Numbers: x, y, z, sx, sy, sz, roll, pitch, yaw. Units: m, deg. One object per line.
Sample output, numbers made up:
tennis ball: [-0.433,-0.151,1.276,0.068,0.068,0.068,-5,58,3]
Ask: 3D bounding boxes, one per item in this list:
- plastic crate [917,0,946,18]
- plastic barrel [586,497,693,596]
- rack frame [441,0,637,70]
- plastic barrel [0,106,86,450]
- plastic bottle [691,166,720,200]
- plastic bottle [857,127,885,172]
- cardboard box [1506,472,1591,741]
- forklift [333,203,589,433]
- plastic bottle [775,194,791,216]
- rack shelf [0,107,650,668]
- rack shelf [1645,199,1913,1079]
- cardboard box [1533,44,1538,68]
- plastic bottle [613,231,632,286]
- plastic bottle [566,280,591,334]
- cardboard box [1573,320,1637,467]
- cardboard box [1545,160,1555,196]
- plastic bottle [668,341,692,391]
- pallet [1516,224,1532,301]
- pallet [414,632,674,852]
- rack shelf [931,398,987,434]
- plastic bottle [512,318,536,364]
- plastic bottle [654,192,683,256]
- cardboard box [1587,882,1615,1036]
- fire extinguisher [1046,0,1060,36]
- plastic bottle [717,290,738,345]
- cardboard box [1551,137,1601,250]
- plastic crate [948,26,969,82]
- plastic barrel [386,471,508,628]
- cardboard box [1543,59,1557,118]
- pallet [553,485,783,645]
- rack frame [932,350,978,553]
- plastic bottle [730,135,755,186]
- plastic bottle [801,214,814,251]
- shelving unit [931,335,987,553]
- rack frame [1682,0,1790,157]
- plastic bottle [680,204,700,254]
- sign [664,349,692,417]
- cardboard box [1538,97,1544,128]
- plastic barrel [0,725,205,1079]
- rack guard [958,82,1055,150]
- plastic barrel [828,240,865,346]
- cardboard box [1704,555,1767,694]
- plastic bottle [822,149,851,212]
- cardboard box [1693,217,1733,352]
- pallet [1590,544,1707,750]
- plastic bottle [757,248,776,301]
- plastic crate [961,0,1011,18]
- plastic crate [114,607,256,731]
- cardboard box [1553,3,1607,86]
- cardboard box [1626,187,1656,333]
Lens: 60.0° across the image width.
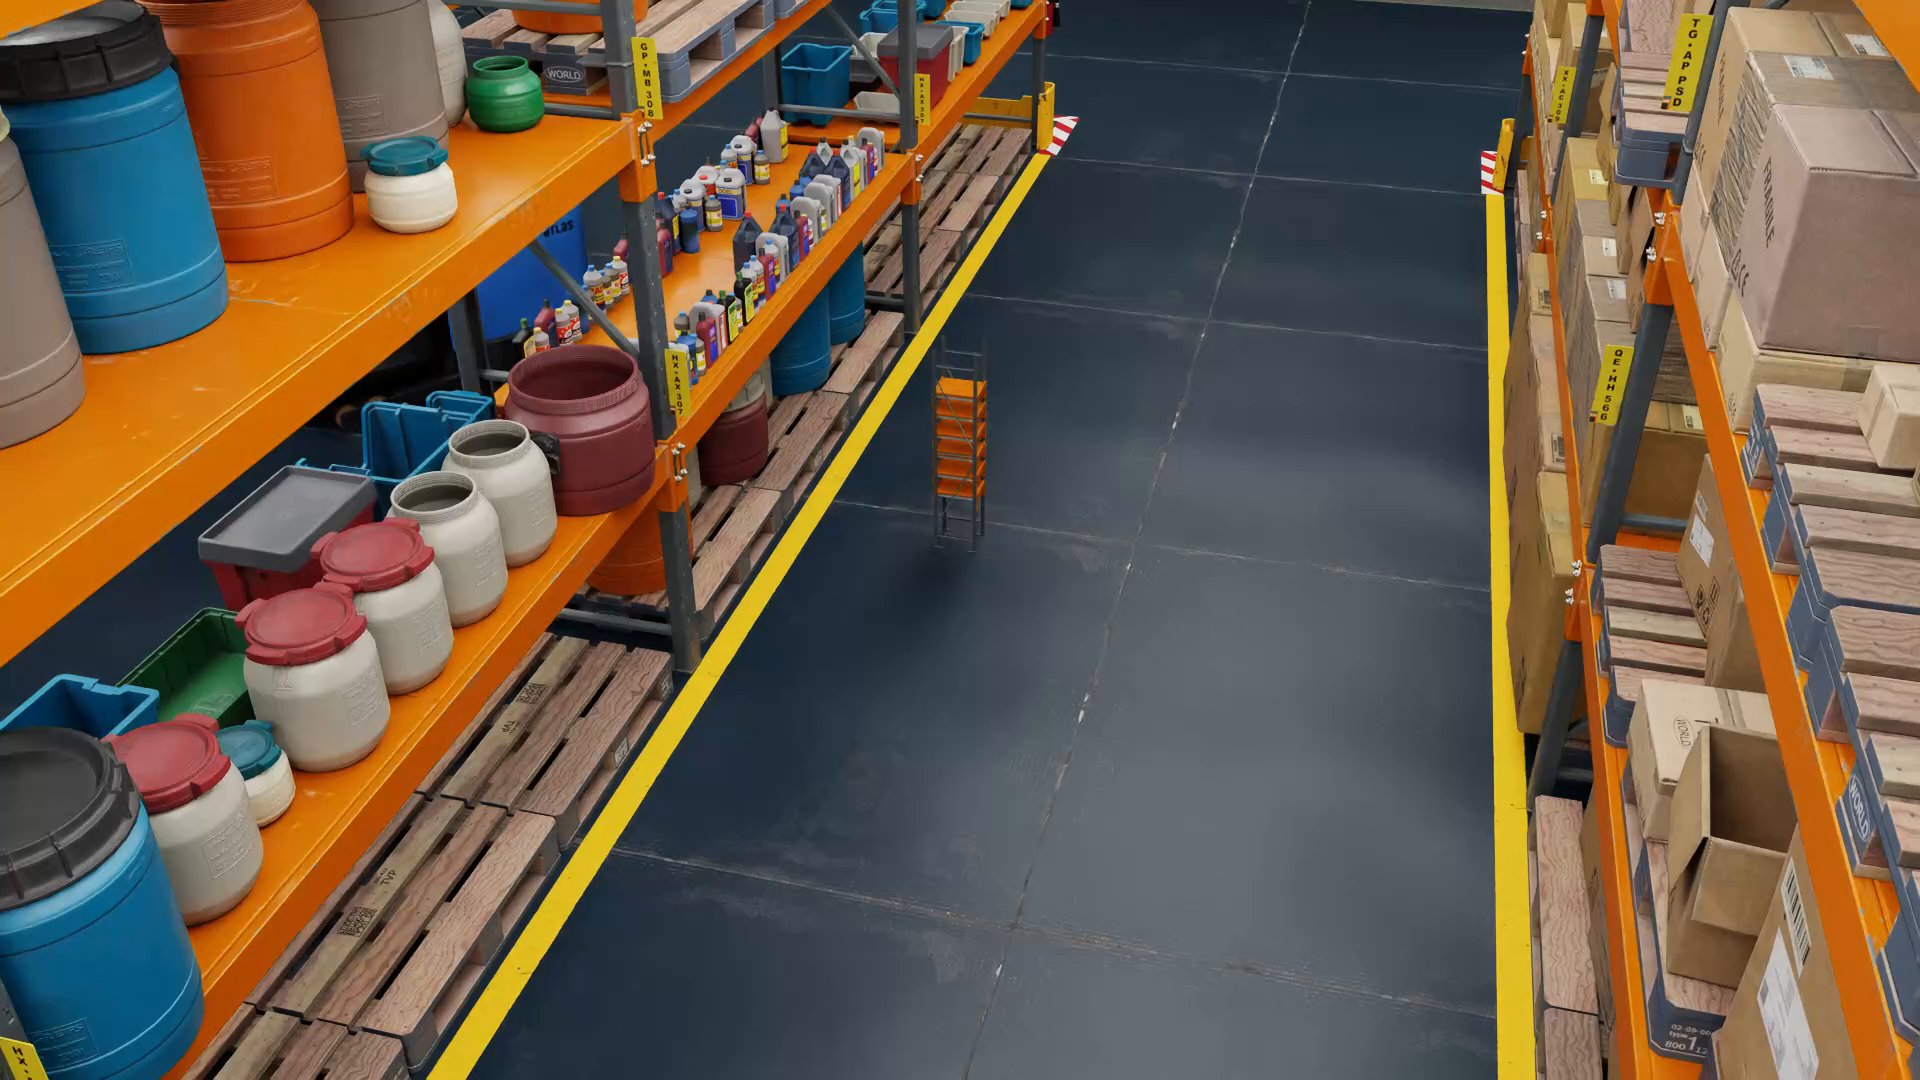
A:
plastic crate: [-0.305,-4.379,13.442,0.416,0.233,0.300,8,33,12]
plastic barrel: [-1.679,-0.215,8.424,0.600,0.830,0.708,8,33,12]
rack frame: [-1.787,-3.229,5.942,1.000,3.000,0.127,8,33,12]
plastic barrel: [-2.717,-0.732,4.343,0.600,0.901,0.600,0,32,0]
plastic bottle: [-1.493,-2.052,9.798,0.152,0.276,0.135,8,33,12]
plastic bottle: [-0.559,-2.472,10.459,0.152,0.276,0.135,8,33,12]
cardboard box: [3.199,0.341,7.507,1.225,0.875,0.875,7,33,10]
forklift: [-3.884,-2.219,10.009,3.031,2.935,1.130,-25,40,-34]
plastic bottle: [-0.998,-1.836,9.463,0.097,0.271,0.097,0,32,0]
rack shelf: [-2.295,-0.622,5.307,1.077,0.370,4.000,8,33,12]
rack shelf: [2.496,0.052,4.246,1.077,0.370,4.000,8,33,12]
cardboard box: [4.431,-3.528,12.237,0.380,0.149,0.250,8,33,12]
plastic bottle: [-1.807,-1.509,8.937,0.061,0.283,0.133,8,33,12]
plastic bottle: [-1.942,-1.189,8.445,0.097,0.271,0.097,0,32,0]
cardboard box: [3.022,-0.613,7.325,0.500,0.500,0.500,8,33,12]
cardboard box: [3.779,-2.196,10.142,0.380,0.149,0.250,8,33,13]
plastic bottle: [-1.365,-0.826,7.869,0.152,0.276,0.135,8,33,12]
pallet: [4.595,-1.941,12.107,1.003,0.211,1.213,8,33,12]
pallet: [-2.021,0.876,7.675,1.003,0.211,1.213,8,33,12]
rack shelf: [-0.004,-0.664,8.811,0.258,0.103,0.180,8,33,12]
plastic bottle: [-2.097,-0.916,8.004,0.061,0.283,0.133,8,33,12]
plastic bottle: [-1.646,-1.780,9.300,0.144,0.351,0.185,8,33,12]
cardboard box: [2.725,1.486,6.037,0.700,0.500,0.500,5,33,8]
fire extinguisher: [0.721,-4.675,14.228,0.296,0.674,0.183,8,33,12]
plastic bottle: [-1.169,-1.132,8.344,0.061,0.283,0.133,8,33,12]
cardboard box: [3.660,-1.937,9.407,0.500,0.500,0.500,8,33,13]
plastic crate: [-0.206,-3.516,12.039,0.437,0.282,0.530,8,33,12]
plastic barrel: [-1.948,0.037,6.292,0.421,0.512,0.421,0,32,0]
cardboard box: [4.135,-2.960,10.972,0.500,0.250,0.500,9,33,13]
pallet: [-1.627,0.064,8.952,1.003,0.211,1.213,8,33,12]
rack frame: [-0.027,-0.451,8.842,0.240,1.200,0.006,8,33,12]
plastic bottle: [-1.351,-2.343,10.255,0.152,0.276,0.135,8,33,12]
plastic bottle: [-0.876,-1.736,9.369,0.097,0.201,0.097,0,32,0]
shelving unit: [-0.004,-0.499,8.916,0.258,1.200,0.189,8,33,12]
rack frame: [3.004,-2.555,4.881,1.000,3.000,0.127,8,33,12]
plastic bottle: [-1.518,-1.753,9.331,0.097,0.271,0.097,0,32,0]
sign: [-1.253,-0.695,7.396,0.100,0.325,0.005,8,33,12]
cardboard box: [4.105,-2.863,11.191,0.380,0.149,0.250,7,33,12]
plastic barrel: [-2.411,1.007,4.402,0.600,0.901,0.708,8,33,12]
rack guard: [0.237,-3.808,14.775,1.175,0.500,0.348,8,33,12]
plastic barrel: [-0.926,-1.785,10.826,0.600,0.901,0.708,8,33,12]
cardboard box: [2.861,0.346,5.425,0.700,0.500,0.500,13,35,19]
plastic bottle: [-0.736,-2.135,9.858,0.144,0.351,0.185,8,33,12]
cardboard box: [2.508,-0.750,4.978,0.500,0.250,0.500,9,33,14]
pallet: [2.926,0.442,5.938,1.213,0.211,1.003,8,33,12]
plastic bottle: [-1.027,-1.422,8.800,0.061,0.283,0.133,8,33,12]
plastic crate: [0.211,-4.315,13.432,0.396,0.136,0.243,8,33,12]
plastic crate: [-2.633,0.525,5.825,0.450,0.188,0.662,8,33,12]
cardboard box: [4.008,-3.012,10.356,0.500,0.500,0.500,8,33,13]
cardboard box: [3.373,-1.204,7.319,0.797,0.503,0.637,9,33,13]
